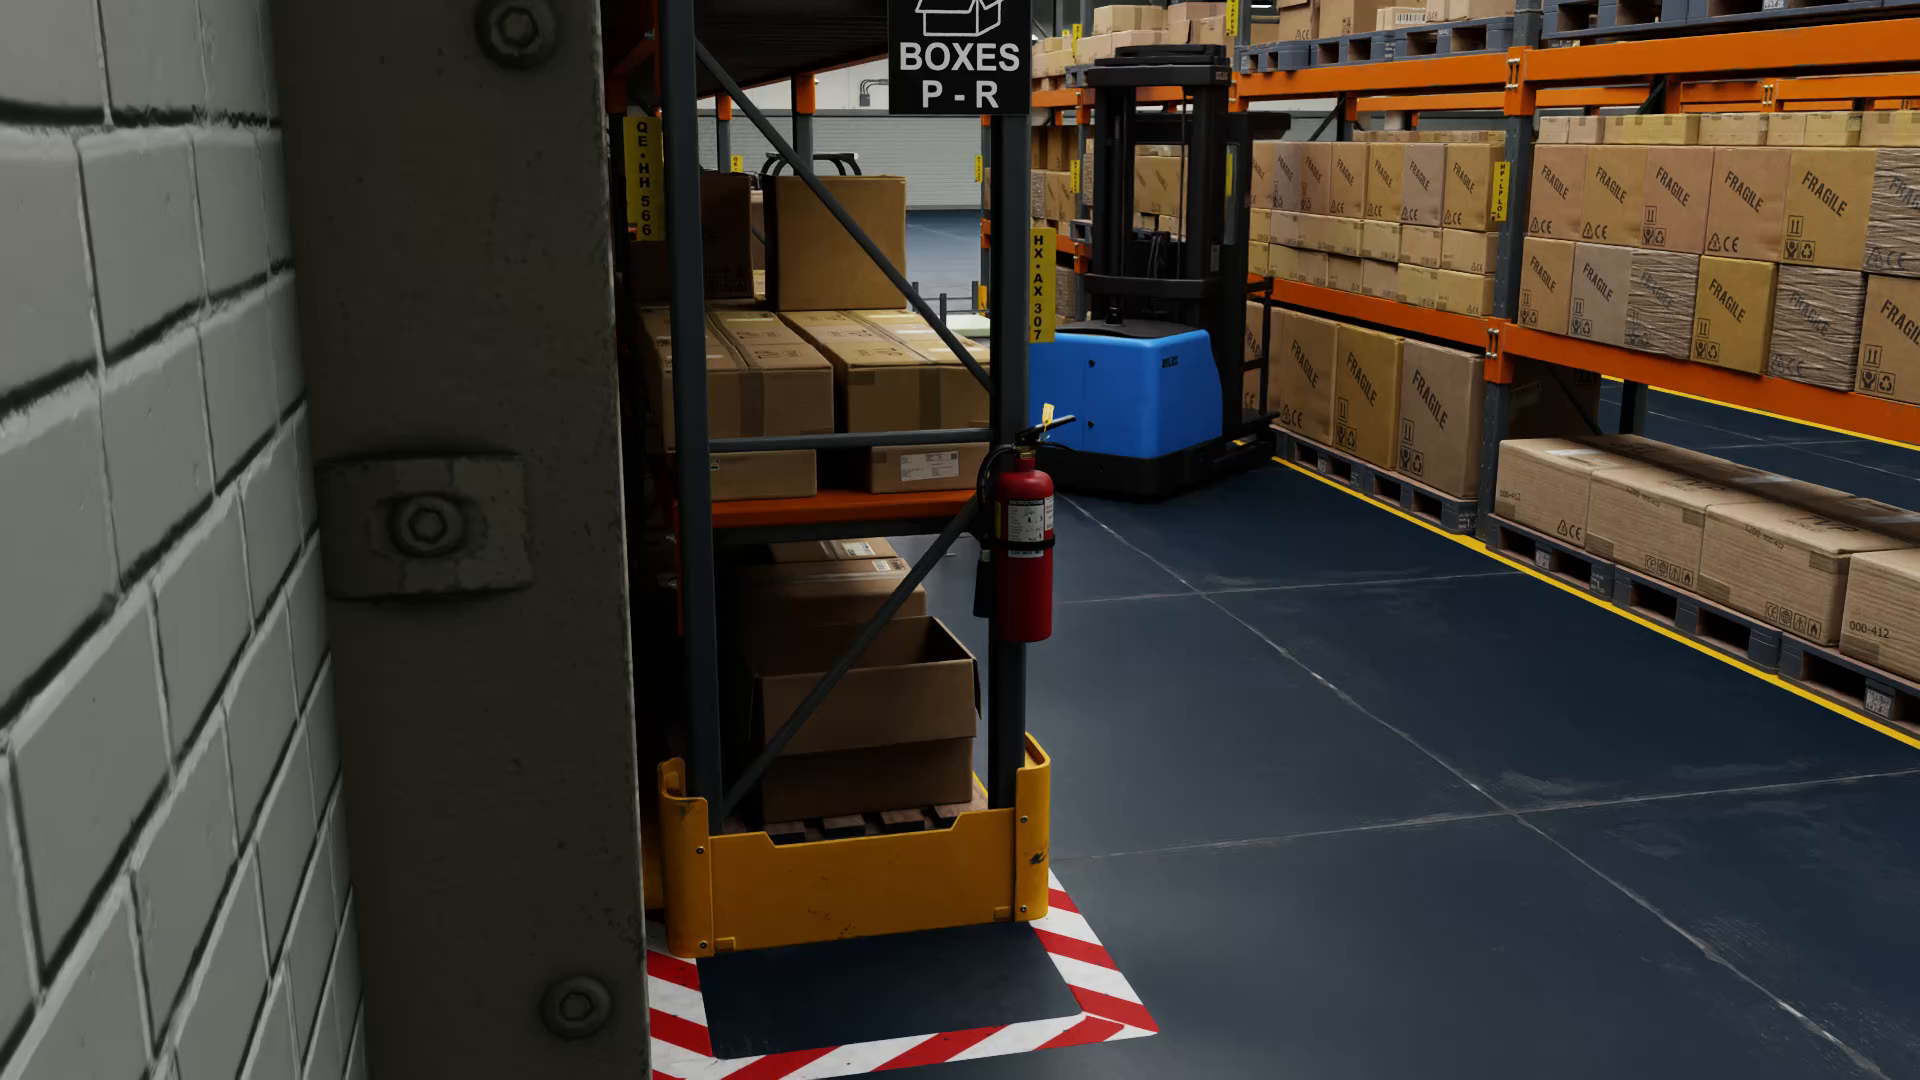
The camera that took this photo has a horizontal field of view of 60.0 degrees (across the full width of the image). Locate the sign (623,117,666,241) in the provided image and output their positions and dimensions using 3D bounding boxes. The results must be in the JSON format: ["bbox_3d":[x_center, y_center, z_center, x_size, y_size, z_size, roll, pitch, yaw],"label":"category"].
[{"bbox_3d":[-0.846,-0.967,4.461,0.100,0.325,0.005,-3,14,-13],"label":"sign"}]

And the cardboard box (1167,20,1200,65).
[{"bbox_3d":[2.257,-4.258,14.499,0.797,0.503,0.637,-3,14,-13],"label":"cardboard box"}]

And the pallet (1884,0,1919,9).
[{"bbox_3d":[4.337,-2.140,6.232,1.003,0.211,1.213,-3,14,-13],"label":"pallet"}]

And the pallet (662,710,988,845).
[{"bbox_3d":[-0.508,0.876,5.899,1.003,0.211,1.213,-3,14,-13],"label":"pallet"}]

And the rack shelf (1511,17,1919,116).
[{"bbox_3d":[4.052,-2.124,7.497,1.077,0.370,4.000,-3,14,-13],"label":"rack shelf"}]

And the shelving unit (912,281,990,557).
[{"bbox_3d":[-0.002,-0.730,9.755,0.431,1.500,0.755,-3,14,-13],"label":"shelving unit"}]

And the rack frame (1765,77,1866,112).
[{"bbox_3d":[7.431,-2.700,14.658,1.000,3.000,0.127,-3,14,-13],"label":"rack frame"}]

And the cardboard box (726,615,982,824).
[{"bbox_3d":[-0.354,0.585,5.589,0.797,0.503,0.637,-4,14,-15],"label":"cardboard box"}]

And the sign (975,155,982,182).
[{"bbox_3d":[0.237,-4.637,20.761,0.100,0.325,0.005,-3,14,-13],"label":"sign"}]

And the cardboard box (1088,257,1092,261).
[{"bbox_3d":[1.668,-3.235,18.810,0.380,0.149,0.250,-2,14,-10],"label":"cardboard box"}]

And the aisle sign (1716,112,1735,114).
[{"bbox_3d":[10.674,-6.093,23.067,0.394,0.787,0.004,-3,14,-13],"label":"aisle sign"}]

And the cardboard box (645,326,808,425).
[{"bbox_3d":[-0.788,-0.560,5.587,0.500,0.250,0.500,-3,14,-13],"label":"cardboard box"}]

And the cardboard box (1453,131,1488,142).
[{"bbox_3d":[6.196,-4.428,19.138,0.875,0.550,0.550,-3,14,-13],"label":"cardboard box"}]

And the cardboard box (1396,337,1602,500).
[{"bbox_3d":[3.359,-0.788,10.426,0.875,0.875,0.875,-3,14,-11],"label":"cardboard box"}]

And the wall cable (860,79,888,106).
[{"bbox_3d":[-1.993,-16.524,51.435,2.305,6.003,0.169,-3,14,-13],"label":"wall cable"}]

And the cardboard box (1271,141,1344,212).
[{"bbox_3d":[2.647,-2.694,12.315,0.500,0.500,0.500,-3,14,-13],"label":"cardboard box"}]

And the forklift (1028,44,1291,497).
[{"bbox_3d":[1.658,-2.005,11.959,1.130,2.935,3.031,9,16,33],"label":"forklift"}]

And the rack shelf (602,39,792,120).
[{"bbox_3d":[-1.711,-2.770,10.138,1.077,0.370,4.000,-3,14,-13],"label":"rack shelf"}]

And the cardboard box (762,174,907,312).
[{"bbox_3d":[-0.499,-1.179,6.543,0.500,0.500,0.500,-3,14,-12],"label":"cardboard box"}]

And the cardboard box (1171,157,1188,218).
[{"bbox_3d":[2.134,-3.006,14.188,0.500,0.500,0.500,-4,14,-14],"label":"cardboard box"}]

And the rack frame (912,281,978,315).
[{"bbox_3d":[-0.088,-0.815,10.101,0.400,1.500,0.023,-3,14,-13],"label":"rack frame"}]

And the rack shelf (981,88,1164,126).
[{"bbox_3d":[1.234,-4.893,18.829,1.077,0.370,4.000,-3,14,-13],"label":"rack shelf"}]

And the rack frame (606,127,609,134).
[{"bbox_3d":[-3.120,-3.046,16.075,1.000,3.000,0.127,-3,14,-13],"label":"rack frame"}]

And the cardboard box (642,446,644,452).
[{"bbox_3d":[-1.608,-0.574,8.972,0.380,0.149,0.250,-4,14,-15],"label":"cardboard box"}]

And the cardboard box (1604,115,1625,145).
[{"bbox_3d":[3.581,-2.125,8.622,0.380,0.149,0.250,-3,14,-14],"label":"cardboard box"}]

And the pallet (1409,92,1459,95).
[{"bbox_3d":[5.736,-5.789,21.169,1.003,0.211,1.213,-3,14,-13],"label":"pallet"}]

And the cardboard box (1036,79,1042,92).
[{"bbox_3d":[1.063,-5.076,18.594,0.380,0.149,0.250,-3,14,-14],"label":"cardboard box"}]

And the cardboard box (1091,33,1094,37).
[{"bbox_3d":[1.417,-5.107,17.039,0.380,0.149,0.250,-3,14,-12],"label":"cardboard box"}]

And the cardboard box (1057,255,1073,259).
[{"bbox_3d":[1.443,-3.072,19.508,0.500,0.500,0.500,-4,14,-15],"label":"cardboard box"}]

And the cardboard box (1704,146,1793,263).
[{"bbox_3d":[3.797,-1.537,7.580,0.500,0.500,0.500,-3,14,-14],"label":"cardboard box"}]

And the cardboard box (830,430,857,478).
[{"bbox_3d":[-0.217,-0.303,5.376,0.380,0.149,0.250,-3,14,-12],"label":"cardboard box"}]

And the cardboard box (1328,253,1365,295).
[{"bbox_3d":[2.888,-1.849,11.489,0.500,0.250,0.500,-3,14,-13],"label":"cardboard box"}]

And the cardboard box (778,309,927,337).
[{"bbox_3d":[-0.388,-0.702,6.170,0.500,0.250,0.500,-4,14,-14],"label":"cardboard box"}]

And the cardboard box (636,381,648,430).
[{"bbox_3d":[-1.013,-0.511,6.229,0.380,0.149,0.250,-3,14,-13],"label":"cardboard box"}]

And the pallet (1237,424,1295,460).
[{"bbox_3d":[2.755,-0.860,13.003,1.003,0.211,1.213,-3,14,-13],"label":"pallet"}]

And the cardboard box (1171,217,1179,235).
[{"bbox_3d":[2.050,-2.717,14.373,0.380,0.149,0.250,-4,14,-16],"label":"cardboard box"}]

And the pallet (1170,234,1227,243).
[{"bbox_3d":[2.372,-2.466,14.105,1.213,0.211,1.003,-3,14,-13],"label":"pallet"}]

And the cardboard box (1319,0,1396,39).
[{"bbox_3d":[3.060,-3.893,12.124,0.700,0.500,0.500,-4,14,-16],"label":"cardboard box"}]

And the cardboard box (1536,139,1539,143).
[{"bbox_3d":[6.614,-4.043,17.837,0.700,0.500,0.500,-4,14,-14],"label":"cardboard box"}]

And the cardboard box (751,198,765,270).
[{"bbox_3d":[-1.138,-1.577,8.967,0.700,0.500,0.500,-3,14,-12],"label":"cardboard box"}]

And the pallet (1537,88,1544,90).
[{"bbox_3d":[6.309,-5.226,18.865,1.003,0.211,1.213,-3,14,-13],"label":"pallet"}]

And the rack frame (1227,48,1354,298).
[{"bbox_3d":[2.643,-2.401,13.434,1.000,3.000,0.127,-3,14,-13],"label":"rack frame"}]

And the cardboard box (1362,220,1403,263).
[{"bbox_3d":[2.990,-1.970,10.934,0.500,0.250,0.500,-3,14,-12],"label":"cardboard box"}]

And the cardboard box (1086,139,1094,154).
[{"bbox_3d":[1.470,-3.908,16.512,0.380,0.149,0.250,-3,14,-13],"label":"cardboard box"}]

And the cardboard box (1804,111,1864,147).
[{"bbox_3d":[3.890,-1.768,7.158,0.380,0.149,0.250,-3,14,-12],"label":"cardboard box"}]

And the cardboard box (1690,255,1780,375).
[{"bbox_3d":[3.784,-1.053,7.708,0.500,0.500,0.500,-3,14,-12],"label":"cardboard box"}]

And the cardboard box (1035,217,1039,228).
[{"bbox_3d":[1.059,-3.554,18.681,0.380,0.149,0.250,-4,14,-14],"label":"cardboard box"}]

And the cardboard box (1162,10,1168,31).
[{"bbox_3d":[1.964,-5.028,16.245,0.500,0.250,0.500,-3,14,-12],"label":"cardboard box"}]
